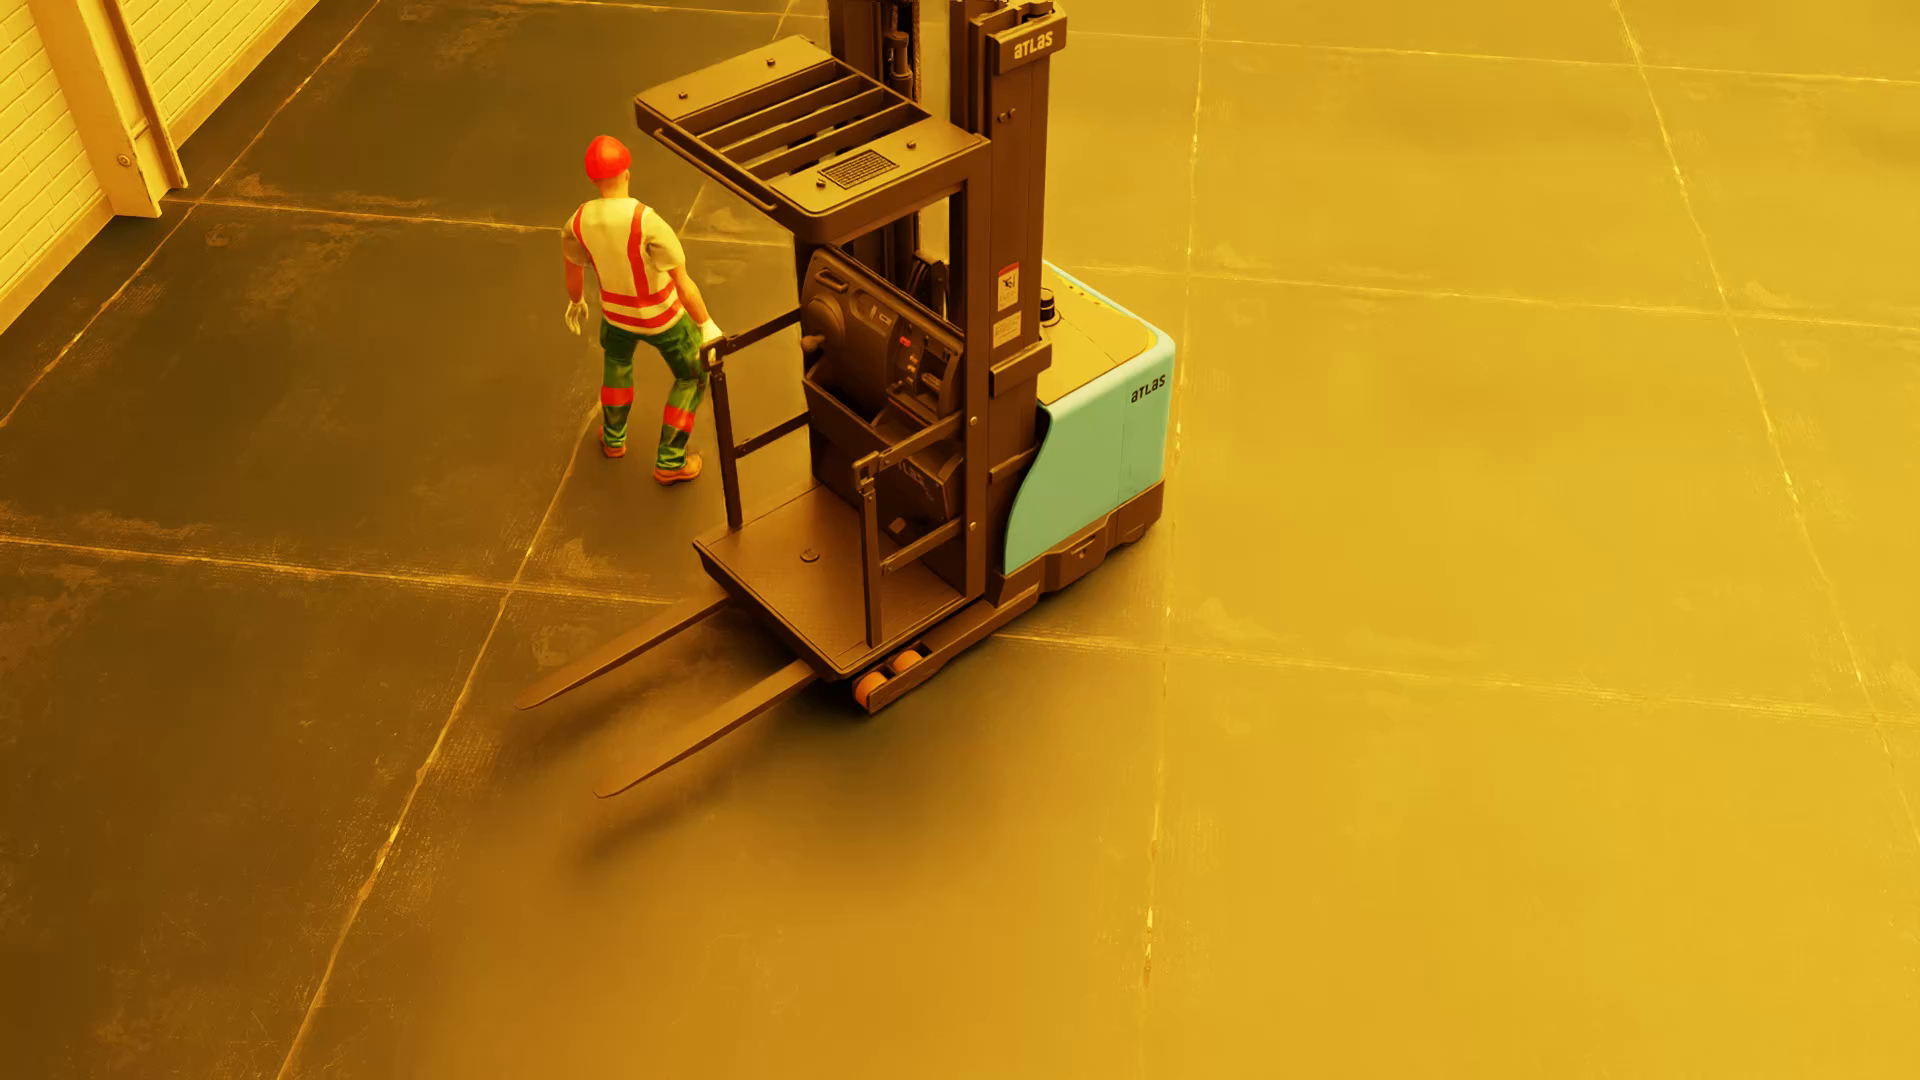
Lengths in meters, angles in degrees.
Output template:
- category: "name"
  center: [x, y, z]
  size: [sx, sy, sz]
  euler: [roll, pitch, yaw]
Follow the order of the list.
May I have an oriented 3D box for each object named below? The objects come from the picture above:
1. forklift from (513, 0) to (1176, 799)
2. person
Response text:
- category: "forklift"
  center: [-0.480, -0.753, 6.544]
  size: [3.031, 2.935, 1.130]
  euler: [-31, 51, -29]
- category: "person"
  center: [-1.482, -1.038, 7.764]
  size: [0.894, 1.702, 0.493]
  euler: [17, 45, 17]
